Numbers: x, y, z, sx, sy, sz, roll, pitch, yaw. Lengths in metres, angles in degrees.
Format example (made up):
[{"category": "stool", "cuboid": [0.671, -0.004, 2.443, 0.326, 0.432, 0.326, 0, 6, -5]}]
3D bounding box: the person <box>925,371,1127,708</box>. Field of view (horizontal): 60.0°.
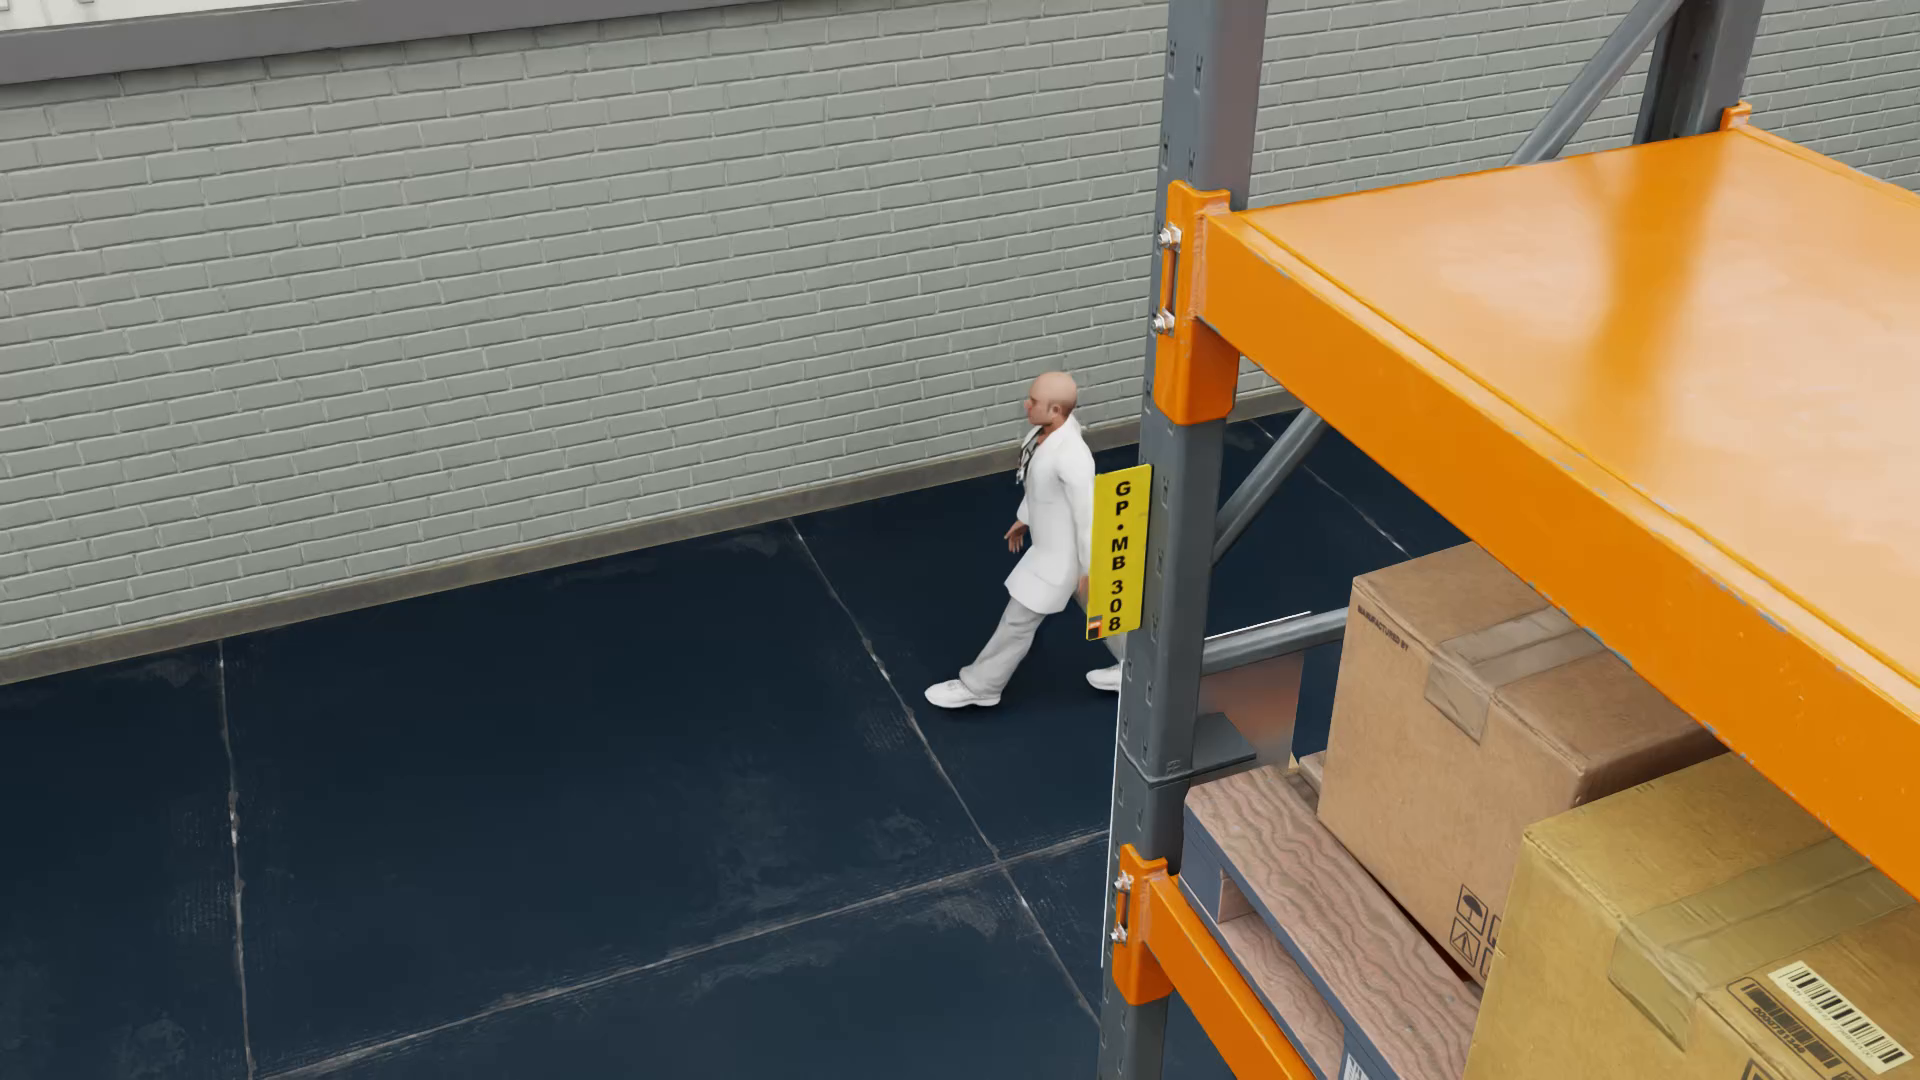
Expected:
[{"category": "person", "cuboid": [0.409, 0.006, 7.530, 1.151, 1.711, 0.597, 0, 33, 0]}]
